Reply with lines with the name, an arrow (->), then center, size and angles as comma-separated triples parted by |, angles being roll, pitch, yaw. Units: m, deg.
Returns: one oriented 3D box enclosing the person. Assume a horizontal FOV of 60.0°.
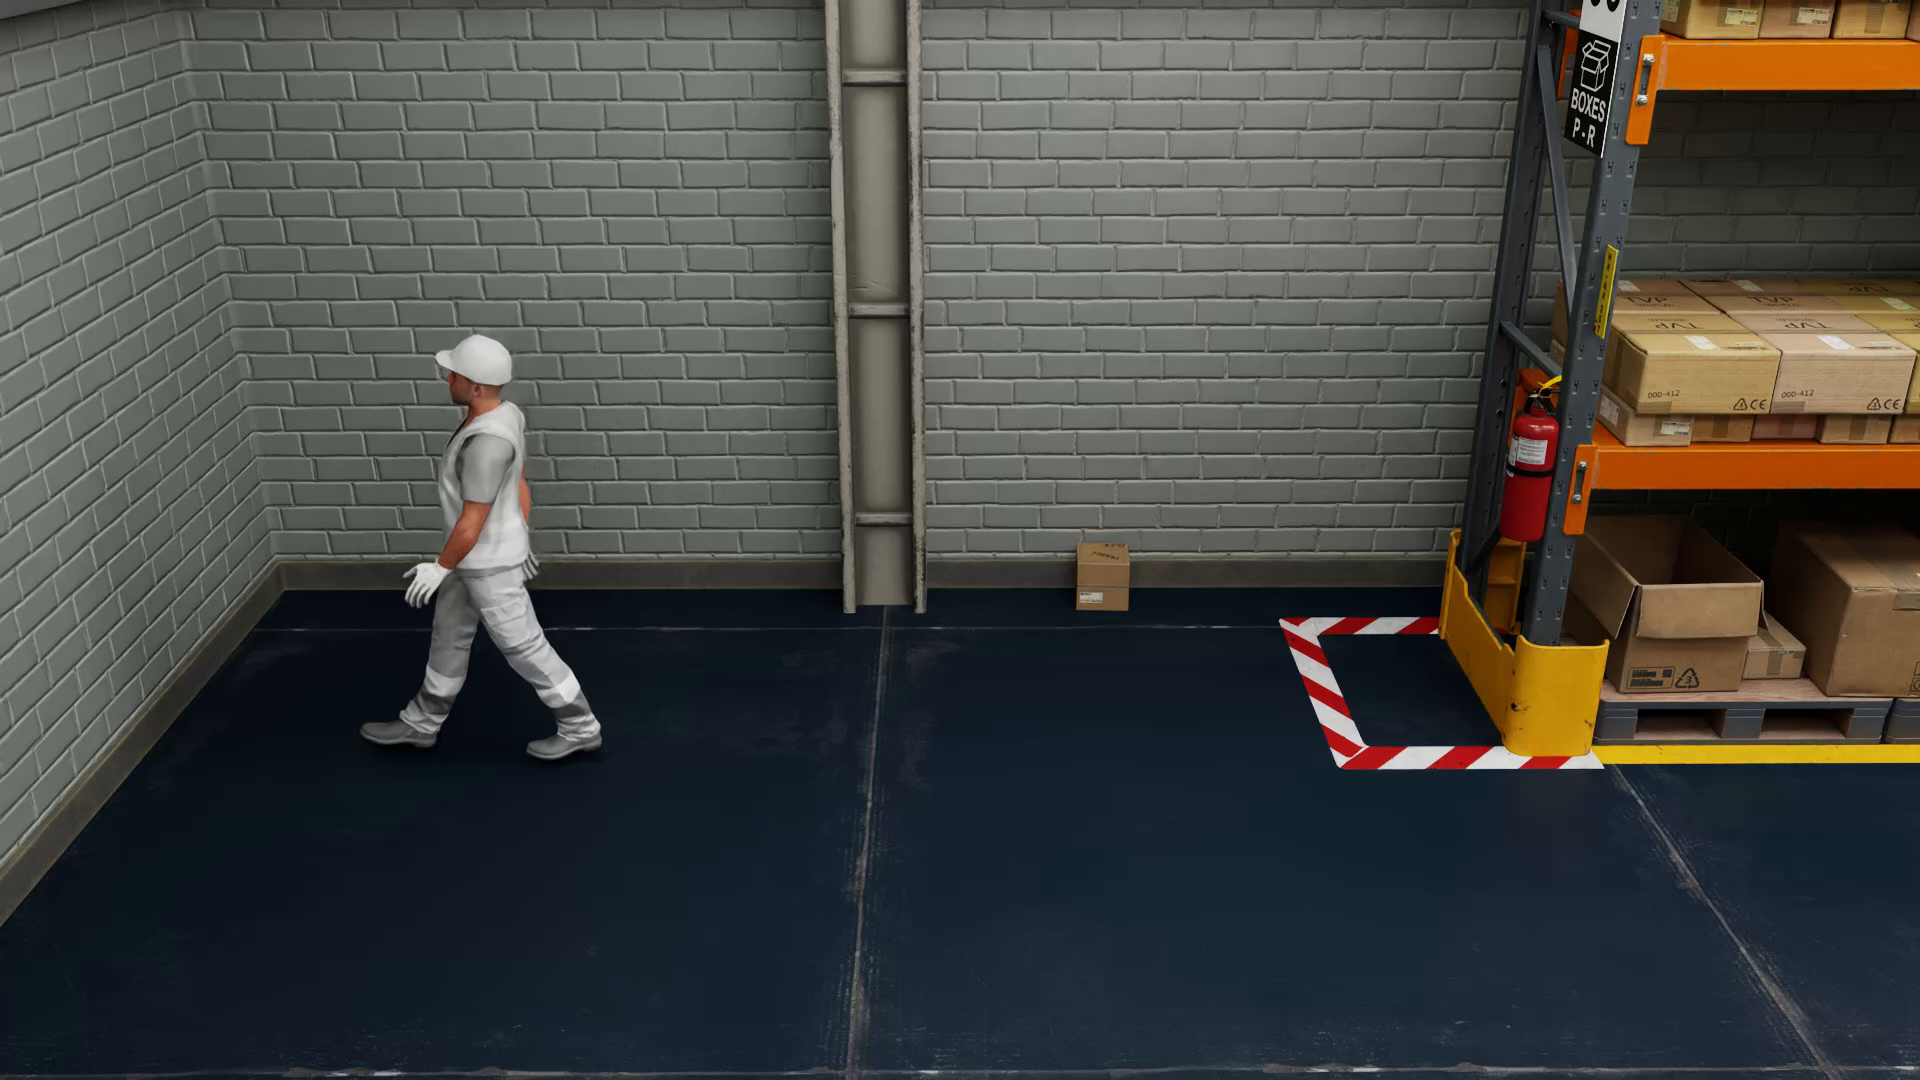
person -> -1.935, 0.091, 6.397 | 0.952, 1.692, 0.527 | -6, 25, -13
